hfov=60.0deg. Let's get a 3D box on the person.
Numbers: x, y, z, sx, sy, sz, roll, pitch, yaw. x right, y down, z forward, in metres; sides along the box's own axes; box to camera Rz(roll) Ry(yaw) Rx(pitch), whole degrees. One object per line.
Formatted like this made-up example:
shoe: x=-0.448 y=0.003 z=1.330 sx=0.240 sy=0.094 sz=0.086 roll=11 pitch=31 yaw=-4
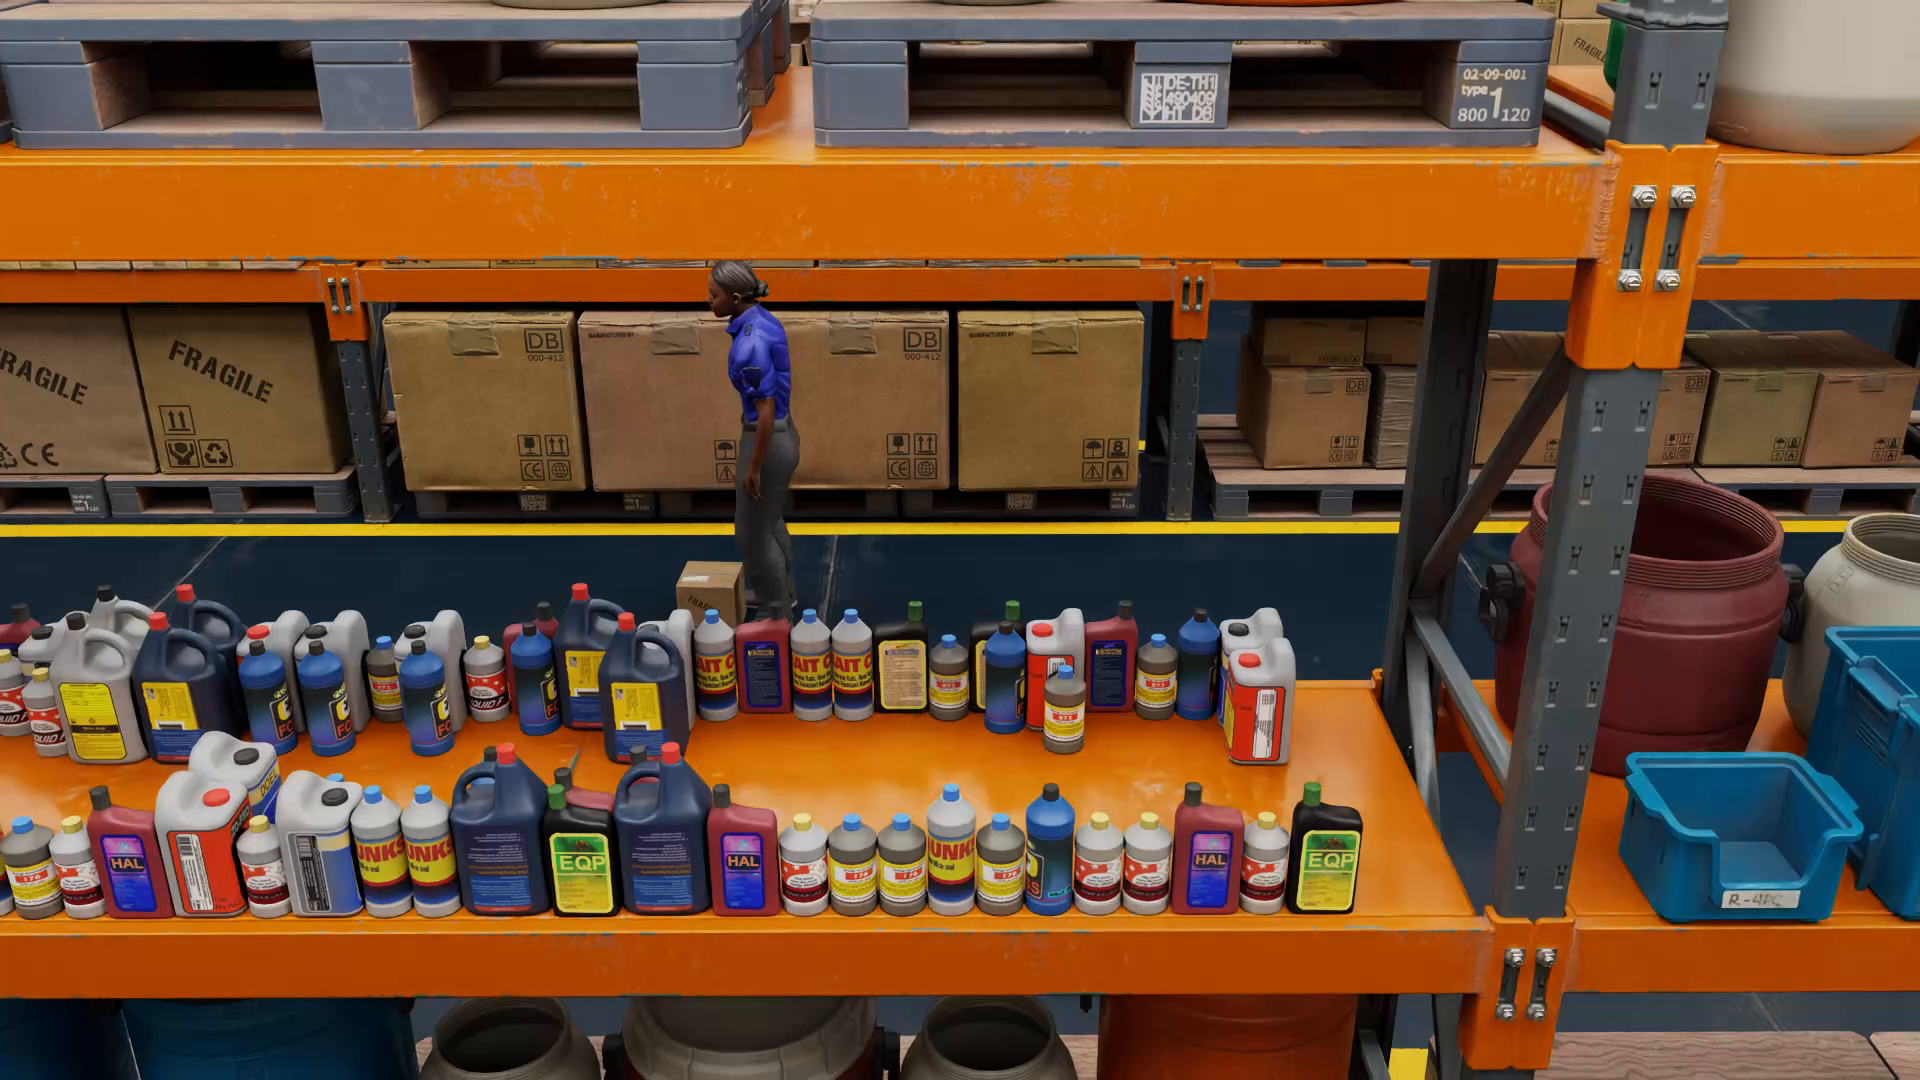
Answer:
person: x=-0.843 y=-0.383 z=6.959 sx=0.351 sy=1.654 sz=0.532 roll=-2 pitch=24 yaw=-4
